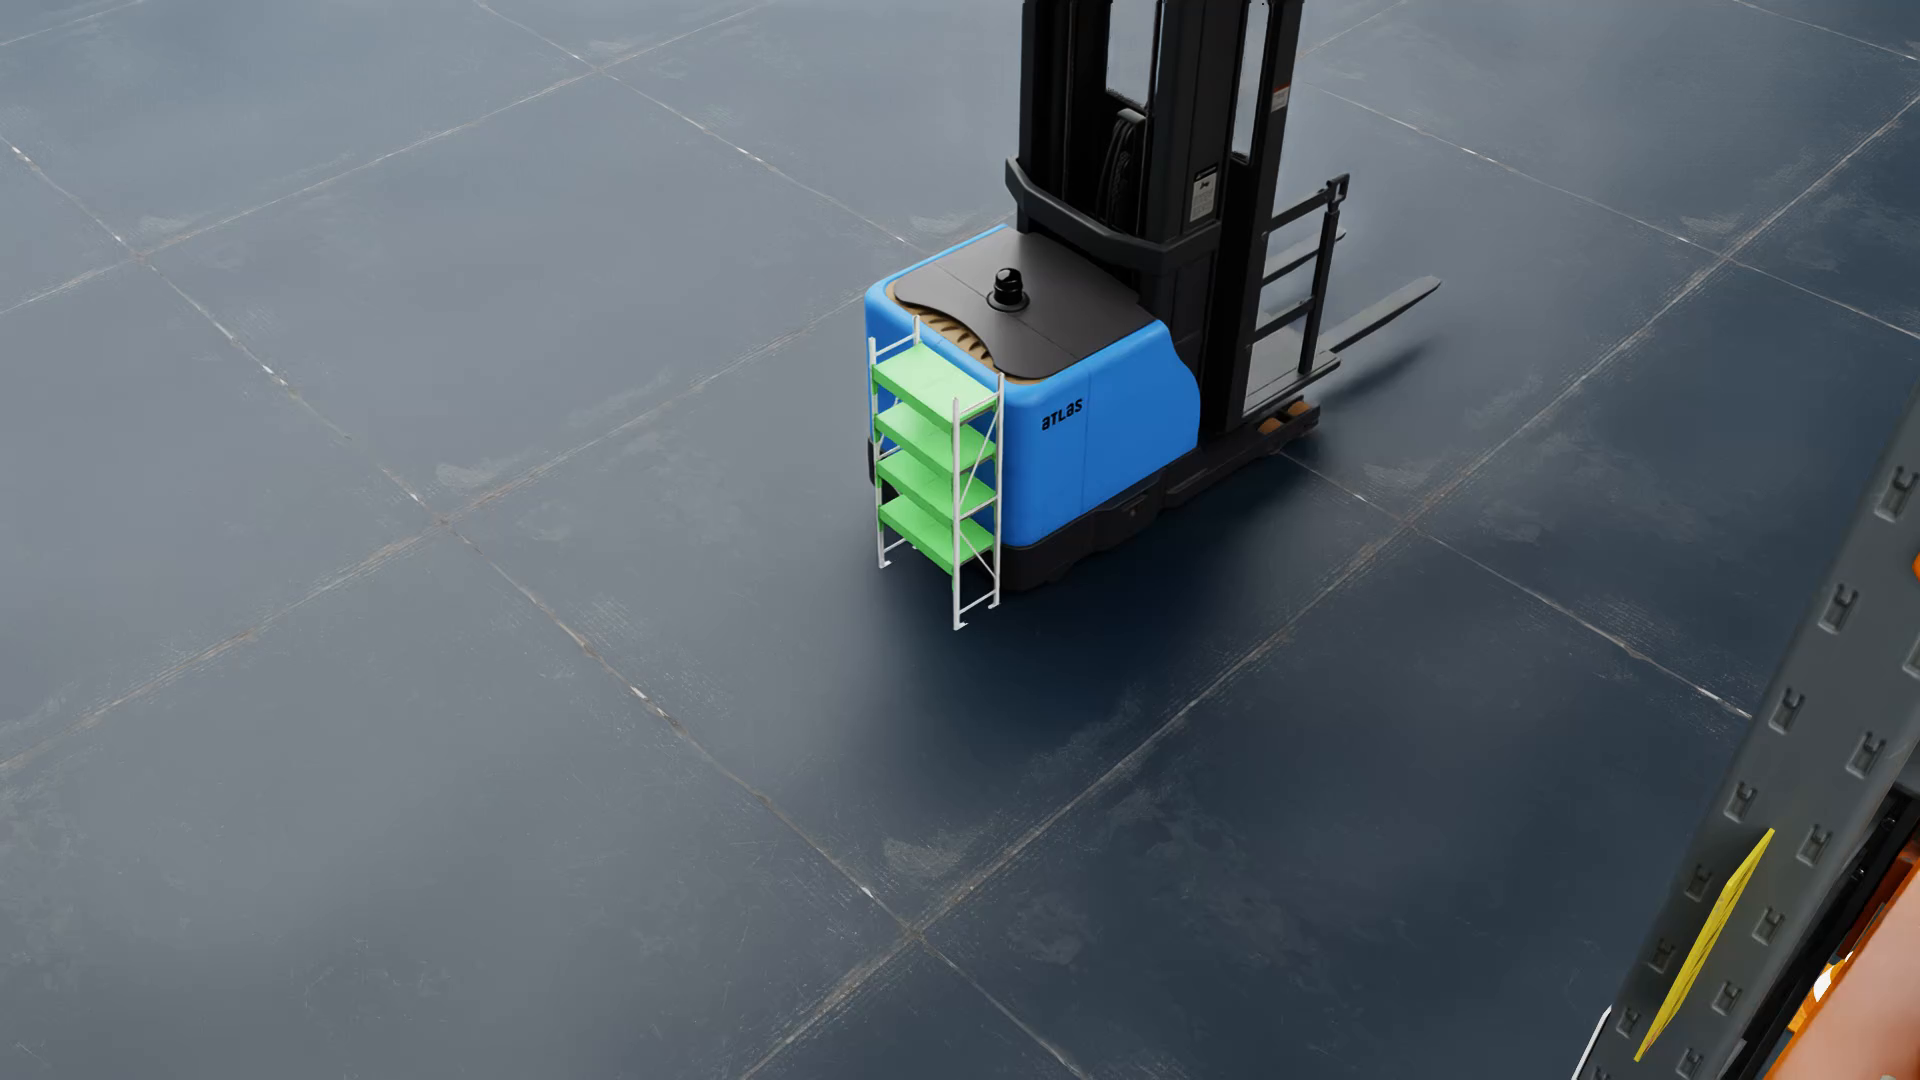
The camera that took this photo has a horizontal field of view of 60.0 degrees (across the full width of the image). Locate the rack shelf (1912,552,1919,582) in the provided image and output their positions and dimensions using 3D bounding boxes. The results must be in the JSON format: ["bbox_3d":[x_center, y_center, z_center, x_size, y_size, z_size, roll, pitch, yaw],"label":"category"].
[{"bbox_3d":[2.567,0.611,0.491,1.077,0.370,4.000,-34,53,-31],"label":"rack shelf"}]

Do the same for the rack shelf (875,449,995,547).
[{"bbox_3d":[-0.092,-0.201,6.678,0.258,0.148,0.480,-30,51,-29],"label":"rack shelf"}]

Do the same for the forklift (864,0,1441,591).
[{"bbox_3d":[1.043,-1.717,6.948,3.031,2.935,1.130,-30,51,-28],"label":"forklift"}]

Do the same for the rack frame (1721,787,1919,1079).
[{"bbox_3d":[1.154,1.587,3.322,1.000,3.000,0.127,-34,53,-31],"label":"rack frame"}]

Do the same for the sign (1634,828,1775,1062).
[{"bbox_3d":[0.770,0.425,1.726,0.100,0.325,0.005,-34,53,-31],"label":"sign"}]

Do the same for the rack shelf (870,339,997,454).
[{"bbox_3d":[-0.092,-0.554,6.352,0.258,0.148,0.480,-30,51,-29],"label":"rack shelf"}]

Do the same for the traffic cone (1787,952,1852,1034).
[{"bbox_3d":[2.917,1.412,5.381,0.336,0.463,0.334,-34,53,-31],"label":"traffic cone"}]

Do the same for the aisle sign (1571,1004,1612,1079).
[{"bbox_3d":[0.891,0.752,2.311,0.394,0.787,0.004,-34,53,-31],"label":"aisle sign"}]

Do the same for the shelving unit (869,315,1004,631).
[{"bbox_3d":[-0.092,-0.248,6.635,0.258,1.200,0.503,-30,51,-29],"label":"shelving unit"}]

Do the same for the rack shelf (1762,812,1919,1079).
[{"bbox_3d":[2.567,1.711,1.508,1.077,0.370,4.000,-34,53,-31],"label":"rack shelf"}]

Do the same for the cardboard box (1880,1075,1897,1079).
[{"bbox_3d":[1.159,0.893,2.048,0.380,0.149,0.250,-34,53,-31],"label":"cardboard box"}]

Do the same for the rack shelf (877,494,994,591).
[{"bbox_3d":[-0.092,-0.025,6.841,0.258,0.148,0.480,-30,51,-29],"label":"rack shelf"}]

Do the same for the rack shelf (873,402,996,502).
[{"bbox_3d":[-0.092,-0.378,6.515,0.258,0.148,0.480,-30,51,-29],"label":"rack shelf"}]

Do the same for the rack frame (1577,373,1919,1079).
[{"bbox_3d":[1.154,-0.616,1.286,1.000,3.000,0.127,-34,53,-31],"label":"rack frame"}]

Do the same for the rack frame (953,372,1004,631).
[{"bbox_3d":[0.068,-0.123,6.499,0.240,1.200,0.015,-30,51,-29],"label":"rack frame"}]

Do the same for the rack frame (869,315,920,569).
[{"bbox_3d":[-0.252,-0.373,6.770,0.240,1.200,0.015,-30,51,-29],"label":"rack frame"}]
